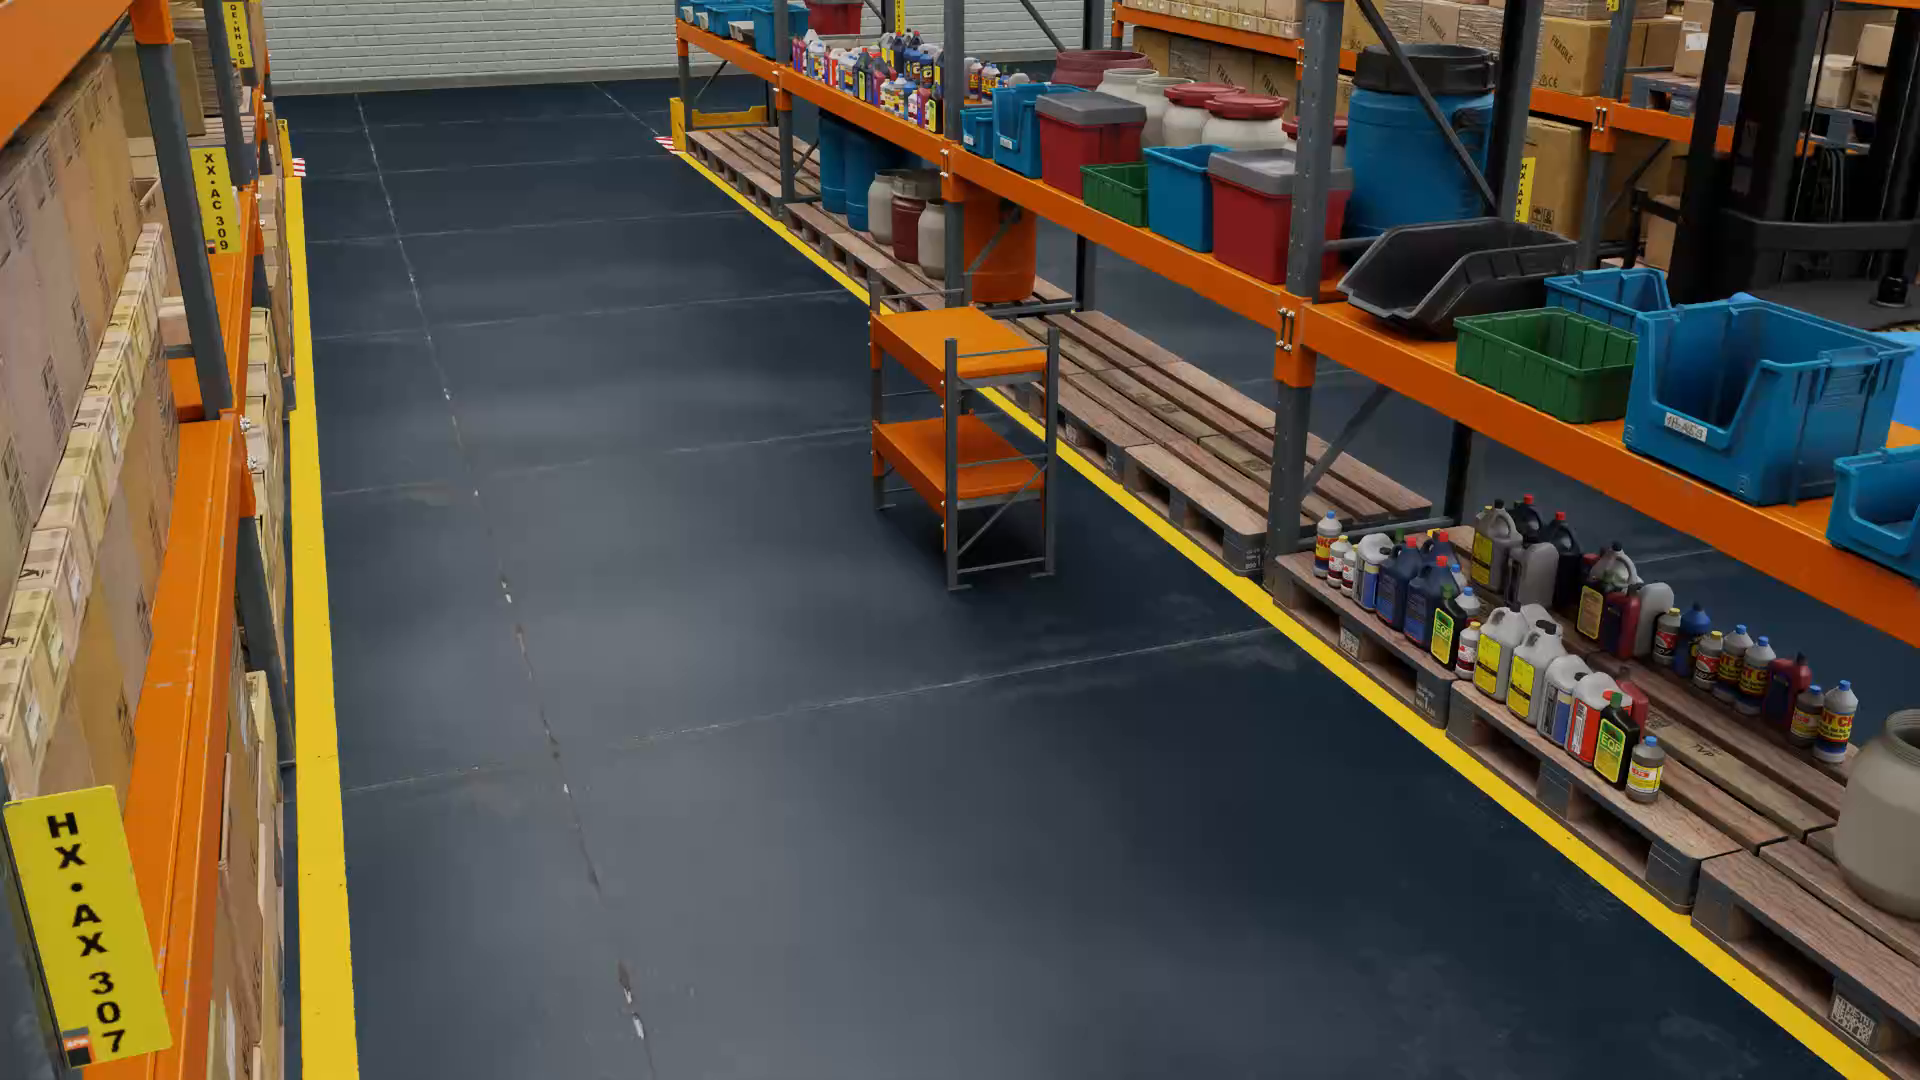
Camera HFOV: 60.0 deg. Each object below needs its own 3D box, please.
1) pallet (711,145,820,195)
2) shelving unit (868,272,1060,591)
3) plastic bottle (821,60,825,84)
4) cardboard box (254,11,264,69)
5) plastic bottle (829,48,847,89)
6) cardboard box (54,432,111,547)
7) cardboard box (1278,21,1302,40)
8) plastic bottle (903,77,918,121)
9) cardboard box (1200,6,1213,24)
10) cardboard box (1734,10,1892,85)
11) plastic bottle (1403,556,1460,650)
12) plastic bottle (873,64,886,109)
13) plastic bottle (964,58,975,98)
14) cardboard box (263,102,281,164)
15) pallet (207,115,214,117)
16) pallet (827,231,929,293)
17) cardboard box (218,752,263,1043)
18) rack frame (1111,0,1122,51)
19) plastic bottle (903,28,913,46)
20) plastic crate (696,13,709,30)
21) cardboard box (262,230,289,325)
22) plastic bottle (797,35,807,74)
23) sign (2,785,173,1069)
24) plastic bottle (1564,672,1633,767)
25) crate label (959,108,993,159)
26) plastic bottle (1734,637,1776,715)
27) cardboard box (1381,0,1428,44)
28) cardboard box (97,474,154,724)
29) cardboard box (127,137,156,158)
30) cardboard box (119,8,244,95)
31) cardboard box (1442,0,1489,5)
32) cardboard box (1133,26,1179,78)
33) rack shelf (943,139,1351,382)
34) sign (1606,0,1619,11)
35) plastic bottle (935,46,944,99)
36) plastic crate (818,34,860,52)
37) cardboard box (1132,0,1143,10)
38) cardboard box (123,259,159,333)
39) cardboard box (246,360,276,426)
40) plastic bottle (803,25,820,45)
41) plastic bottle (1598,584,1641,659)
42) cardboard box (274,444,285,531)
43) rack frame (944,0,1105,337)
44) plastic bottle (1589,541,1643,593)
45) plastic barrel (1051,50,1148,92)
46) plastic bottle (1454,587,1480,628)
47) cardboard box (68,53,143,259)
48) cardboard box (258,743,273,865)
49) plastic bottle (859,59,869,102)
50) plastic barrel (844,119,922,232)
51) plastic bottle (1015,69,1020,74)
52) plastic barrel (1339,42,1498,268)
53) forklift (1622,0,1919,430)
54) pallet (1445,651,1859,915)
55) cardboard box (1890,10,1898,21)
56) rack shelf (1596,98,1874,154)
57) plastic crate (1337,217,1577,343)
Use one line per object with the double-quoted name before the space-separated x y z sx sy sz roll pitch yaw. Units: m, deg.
"pallet" -1.752 -3.547 15.894 1.003 0.211 1.213 -8 24 -19
"shelving unit" -0.002 -0.521 7.537 0.538 1.125 1.048 -8 24 -19
"plastic bottle" -1.001 -3.565 12.601 0.097 0.201 0.097 0 23 0
"cardboard box" -5.766 -3.902 13.017 0.500 0.500 0.500 -8 24 -18
"plastic bottle" -0.887 -3.512 12.380 0.152 0.276 0.135 -8 24 -19
"cardboard box" -1.812 -0.072 3.096 0.380 0.149 0.250 -9 24 -20
"cardboard box" 3.198 -4.756 15.495 0.380 0.149 0.250 -8 24 -19
"plastic bottle" -0.324 -2.901 10.936 0.097 0.271 0.097 0 23 0
"cardboard box" 2.655 -5.315 16.822 0.380 0.149 0.250 -8 24 -18
"cardboard box" 5.544 -3.212 10.839 0.700 0.500 0.500 -5 23 -11
"plastic bottle" 1.768 0.217 6.216 0.144 0.351 0.185 -9 25 -21
"plastic bottle" -0.554 -3.123 11.447 0.061 0.283 0.133 -8 24 -19
"plastic bottle" 0.051 -3.321 11.927 0.152 0.276 0.135 -8 24 -19
"cardboard box" -6.647 -3.788 15.528 0.500 0.500 0.500 -8 24 -19
"pallet" -5.476 -3.054 11.381 1.003 0.211 1.213 -8 24 -19
"pallet" -0.353 -2.111 12.487 1.003 0.211 1.213 -8 24 -19
"cardboard box" -1.926 0.870 3.859 0.500 0.500 0.500 -8 24 -19
"rack frame" 2.199 -6.259 18.738 1.000 3.000 0.127 -8 24 -19
"plastic bottle" -0.391 -3.814 13.001 0.144 0.351 0.185 -8 24 -19
"plastic crate" -2.380 -4.976 15.957 0.250 0.136 0.298 -8 24 -19
"cardboard box" -4.500 -1.622 10.389 0.500 0.500 0.500 -9 24 -20
"plastic bottle" -1.244 -3.832 13.130 0.061 0.283 0.133 -8 24 -19
"sign" -0.896 0.403 1.715 0.100 0.325 0.005 -8 24 -19
"plastic bottle" 2.096 0.584 5.443 0.152 0.276 0.135 -8 24 -19
"crate label" 0.190 -2.391 9.777 0.303 0.233 0.416 -8 24 -19
"plastic bottle" 2.748 0.462 5.737 0.097 0.271 0.097 0 23 0
"cardboard box" 3.896 -4.286 13.928 0.500 0.500 0.500 -9 24 -20
"cardboard box" -2.120 0.133 3.444 0.700 0.500 0.500 -8 24 -17
"cardboard box" -3.636 -1.433 7.159 0.500 0.500 0.500 -10 25 -22
"cardboard box" -4.975 -3.054 10.464 0.700 0.500 0.500 -15 27 -32
"cardboard box" 4.311 -4.608 13.402 0.797 0.503 0.637 -8 24 -17
"cardboard box" 2.500 -5.252 18.544 0.875 0.875 0.875 -8 24 -19
"rack shelf" 1.098 -1.615 8.645 1.077 0.370 4.000 -8 24 -19
"sign" 4.507 -3.809 11.433 0.100 0.325 0.005 -8 24 -19
"plastic bottle" -0.096 -3.344 11.886 0.144 0.351 0.185 -8 24 -19
"plastic crate" -1.052 -4.221 14.165 0.396 0.136 0.243 -8 24 -19
"cardboard box" 2.108 -5.876 18.153 0.380 0.149 0.250 -9 24 -20
"cardboard box" -2.354 -0.632 4.423 0.380 0.149 0.250 -9 25 -21
"cardboard box" -3.463 -0.651 7.710 0.500 0.311 0.500 -9 24 -19
"plastic bottle" -1.186 -3.916 13.243 0.144 0.351 0.185 -8 24 -19
"plastic bottle" 2.438 0.286 6.141 0.061 0.283 0.133 -8 24 -19
"cardboard box" -3.285 -0.207 7.378 0.500 0.250 0.500 -8 24 -18
"rack frame" 0.392 -2.673 10.229 1.000 3.000 0.127 -8 24 -19
"plastic bottle" 2.484 0.180 6.305 0.144 0.351 0.185 -8 24 -19
"plastic barrel" 0.839 -2.608 9.901 0.600 0.536 0.708 -8 24 -19
"plastic bottle" 1.855 0.302 6.117 0.097 0.271 0.097 0 23 0
"cardboard box" -2.668 -1.025 4.520 0.700 0.500 0.500 -8 24 -19
"cardboard box" -2.295 0.854 4.861 0.500 0.250 0.500 -8 24 -19
"plastic bottle" -0.667 -3.238 11.721 0.061 0.283 0.133 -8 24 -19
"plastic barrel" -0.595 -2.895 12.919 0.600 0.901 0.708 -8 24 -19
"plastic bottle" 0.373 -3.044 11.259 0.061 0.283 0.133 -8 24 -19
"plastic barrel" 1.952 -1.632 7.115 0.600 0.901 0.708 -8 24 -19
"forklift" 4.006 -1.813 8.277 1.130 2.935 3.031 -3 23 -6
"pallet" 2.438 0.759 5.677 1.003 0.211 1.213 -8 24 -19
"cardboard box" 8.549 -4.755 14.953 0.380 0.149 0.250 -10 25 -21
"rack shelf" 5.732 -2.294 10.257 1.077 0.370 4.000 -8 24 -19
"plastic crate" 1.871 -0.983 6.300 0.767 0.338 0.504 -8 24 -19
